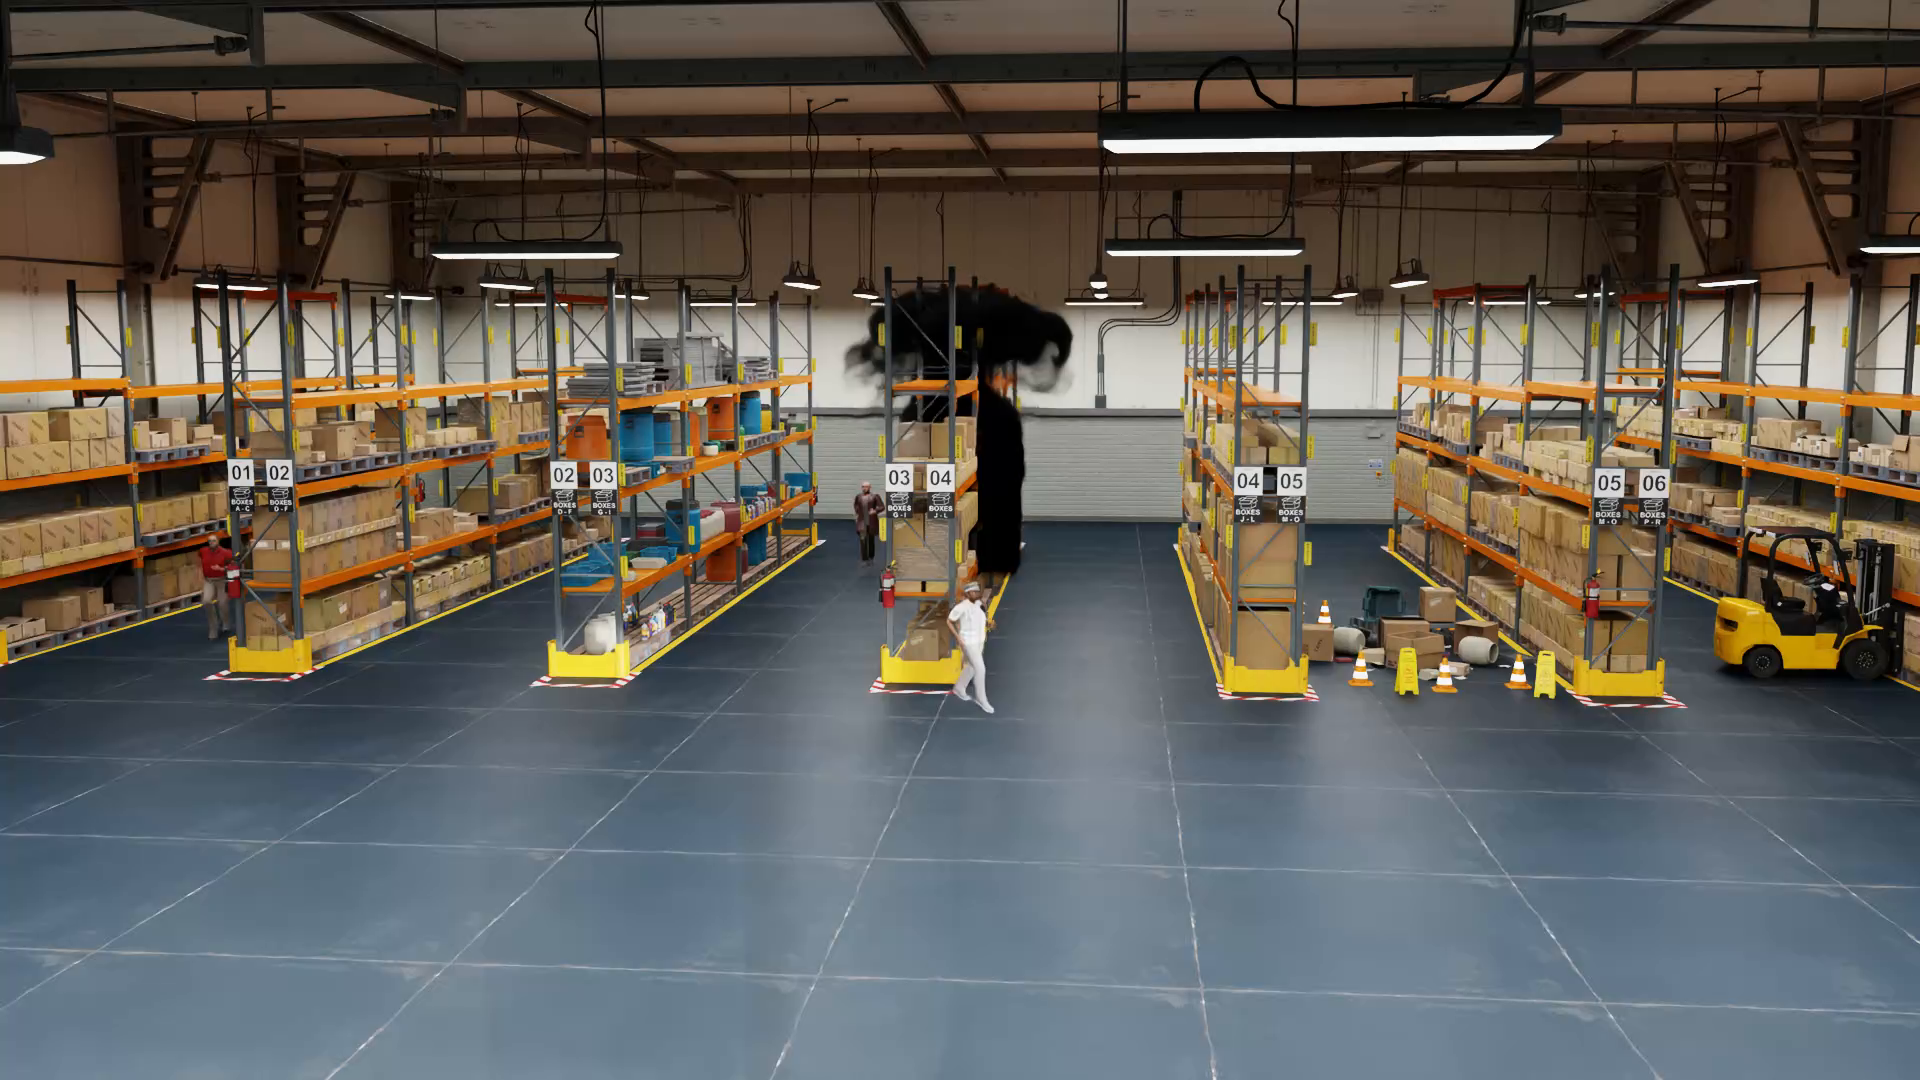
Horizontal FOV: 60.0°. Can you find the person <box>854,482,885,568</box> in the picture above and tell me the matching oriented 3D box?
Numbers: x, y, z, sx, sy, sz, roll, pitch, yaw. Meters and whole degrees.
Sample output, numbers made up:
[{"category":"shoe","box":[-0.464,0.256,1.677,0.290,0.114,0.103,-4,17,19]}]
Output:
[{"category":"person","box":[-1.913,-0.318,34.741,0.692,1.809,0.950,1,7,7]}]

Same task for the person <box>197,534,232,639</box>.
[{"category":"person","box":[-12.501,0.773,27.980,0.686,1.779,0.861,-1,7,-8]}]

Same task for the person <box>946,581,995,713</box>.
[{"category":"person","box":[0.150,1.401,22.165,0.726,1.748,0.581,5,8,35]}]
